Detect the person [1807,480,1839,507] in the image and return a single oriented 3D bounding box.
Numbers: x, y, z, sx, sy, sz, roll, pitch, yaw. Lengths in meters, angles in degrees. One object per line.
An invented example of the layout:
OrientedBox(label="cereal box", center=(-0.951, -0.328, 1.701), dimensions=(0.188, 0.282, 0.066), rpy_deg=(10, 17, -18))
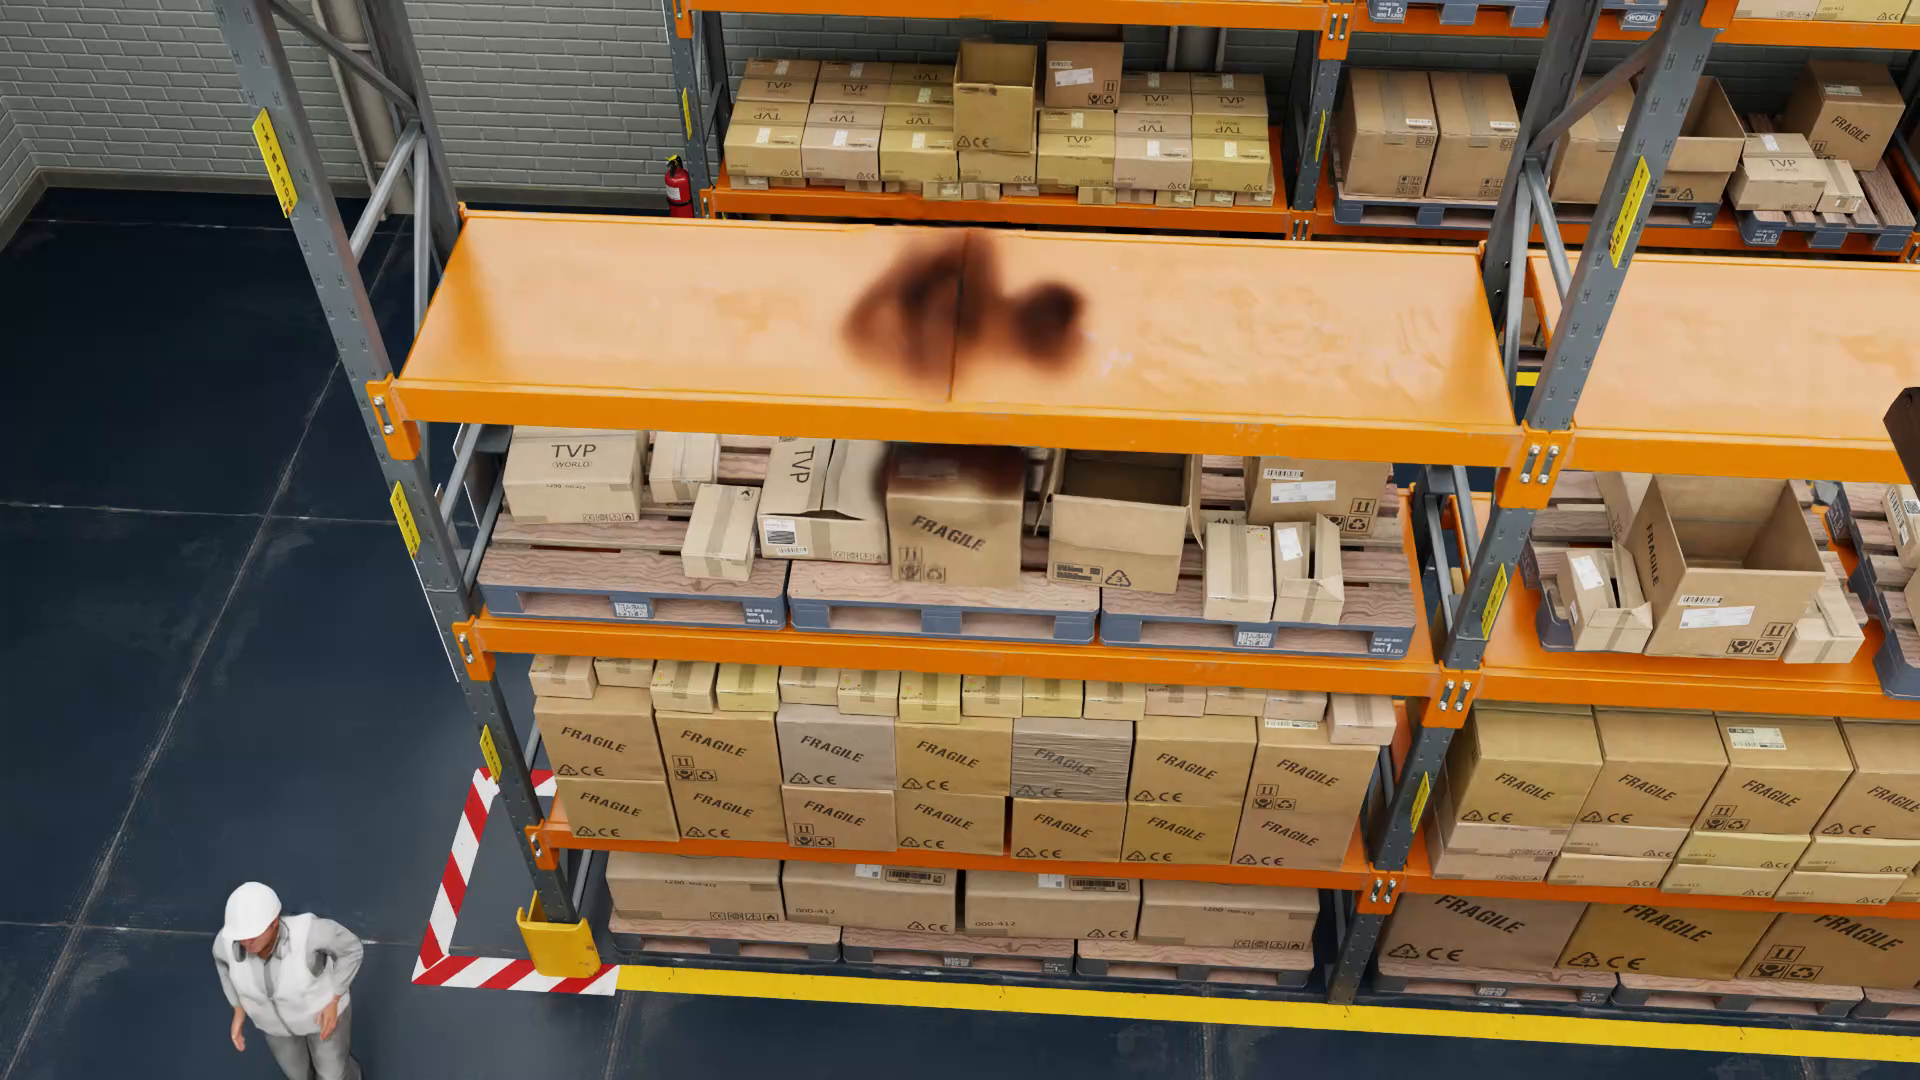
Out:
OrientedBox(label="person", center=(4.513, 0.262, 9.374), dimensions=(0.713, 1.725, 0.571), rpy_deg=(0, 48, 0))

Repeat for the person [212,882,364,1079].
OrientedBox(label="person", center=(-3.037, 2.090, 7.697), dimensions=(0.660, 1.731, 0.624), rpy_deg=(-4, 48, -3))
